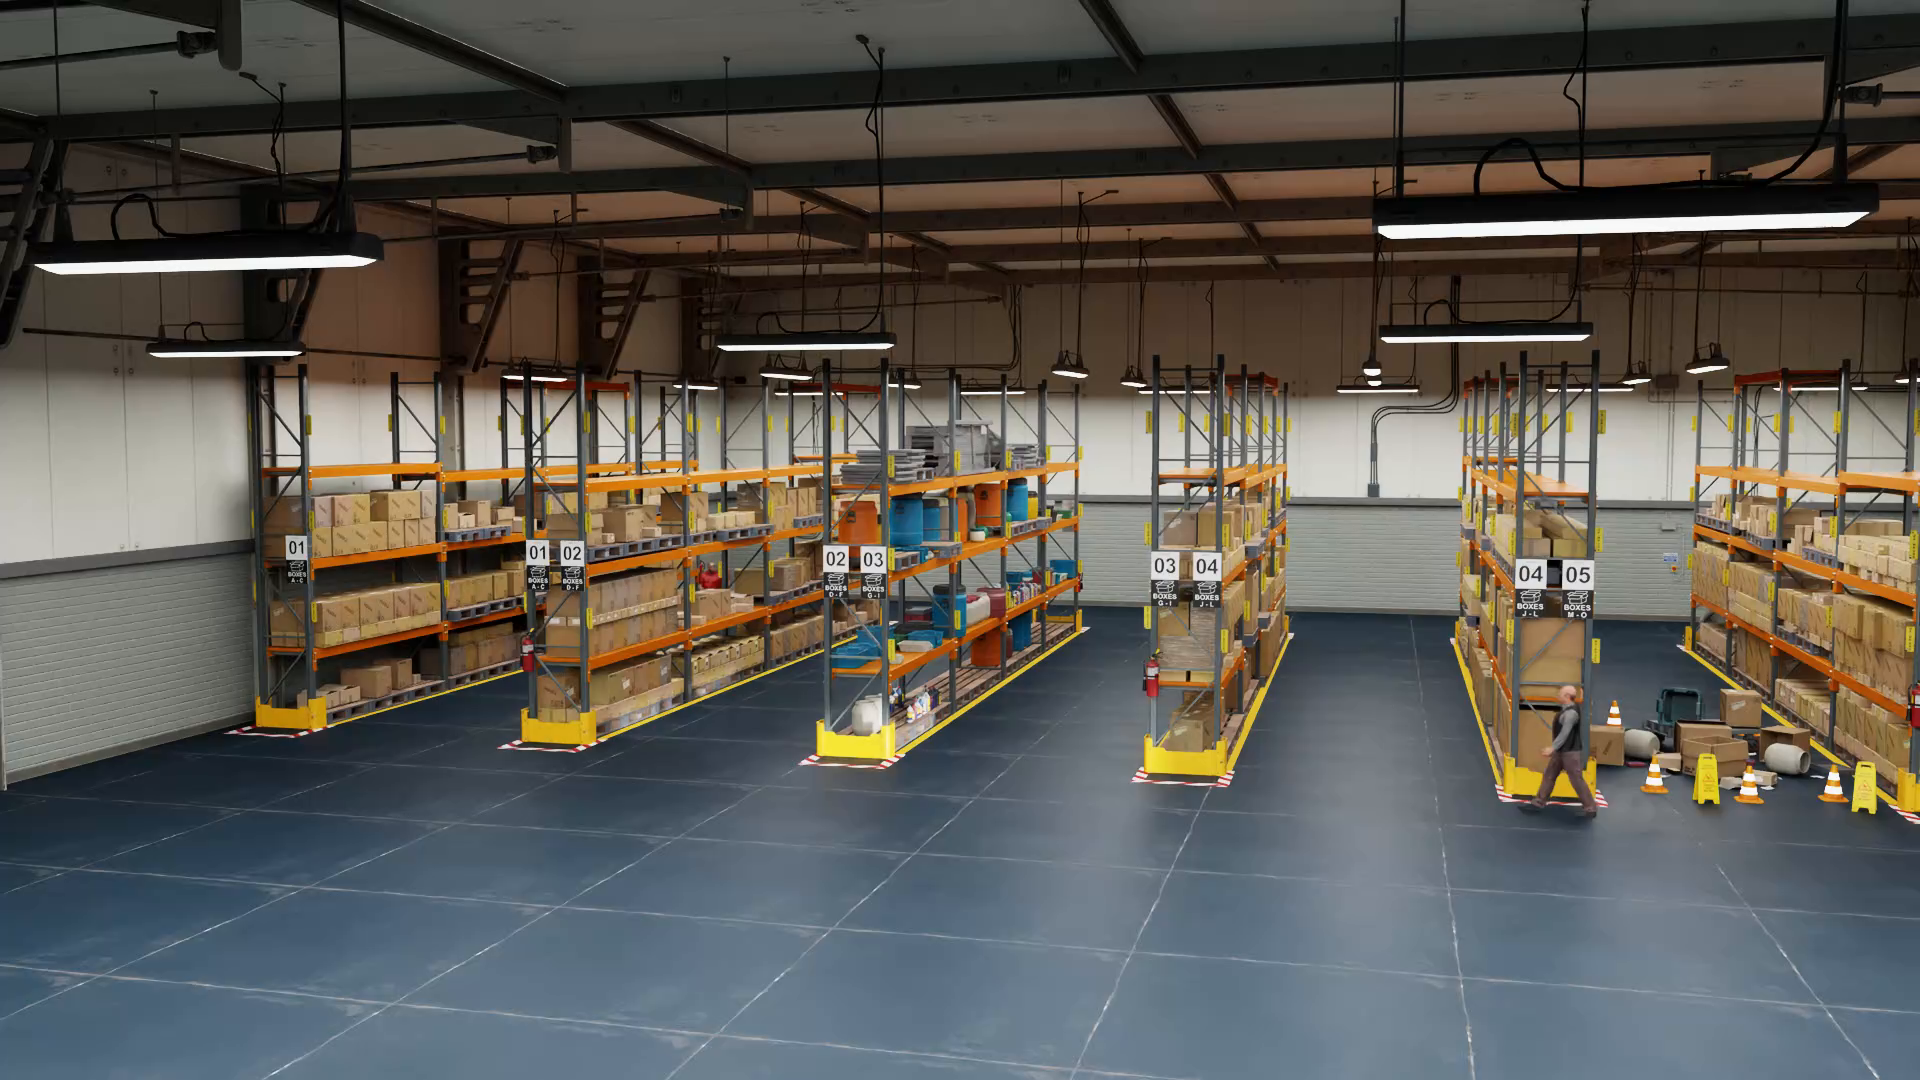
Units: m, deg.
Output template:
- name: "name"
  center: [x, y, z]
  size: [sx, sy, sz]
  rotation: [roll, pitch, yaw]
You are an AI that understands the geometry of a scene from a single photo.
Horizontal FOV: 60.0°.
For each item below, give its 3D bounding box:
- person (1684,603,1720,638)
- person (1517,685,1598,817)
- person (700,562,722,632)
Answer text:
- name: "person"
  center: [17.154, 1.542, 38.105]
  size: [1.017, 1.614, 0.611]
  rotation: [2, 5, 29]
- name: "person"
  center: [7.635, 2.680, 21.159]
  size: [0.946, 1.678, 0.544]
  rotation: [1, 4, 10]
- name: "person"
  center: [-6.038, 1.368, 40.343]
  size: [0.506, 1.680, 0.857]
  rotation: [1, 4, 11]
